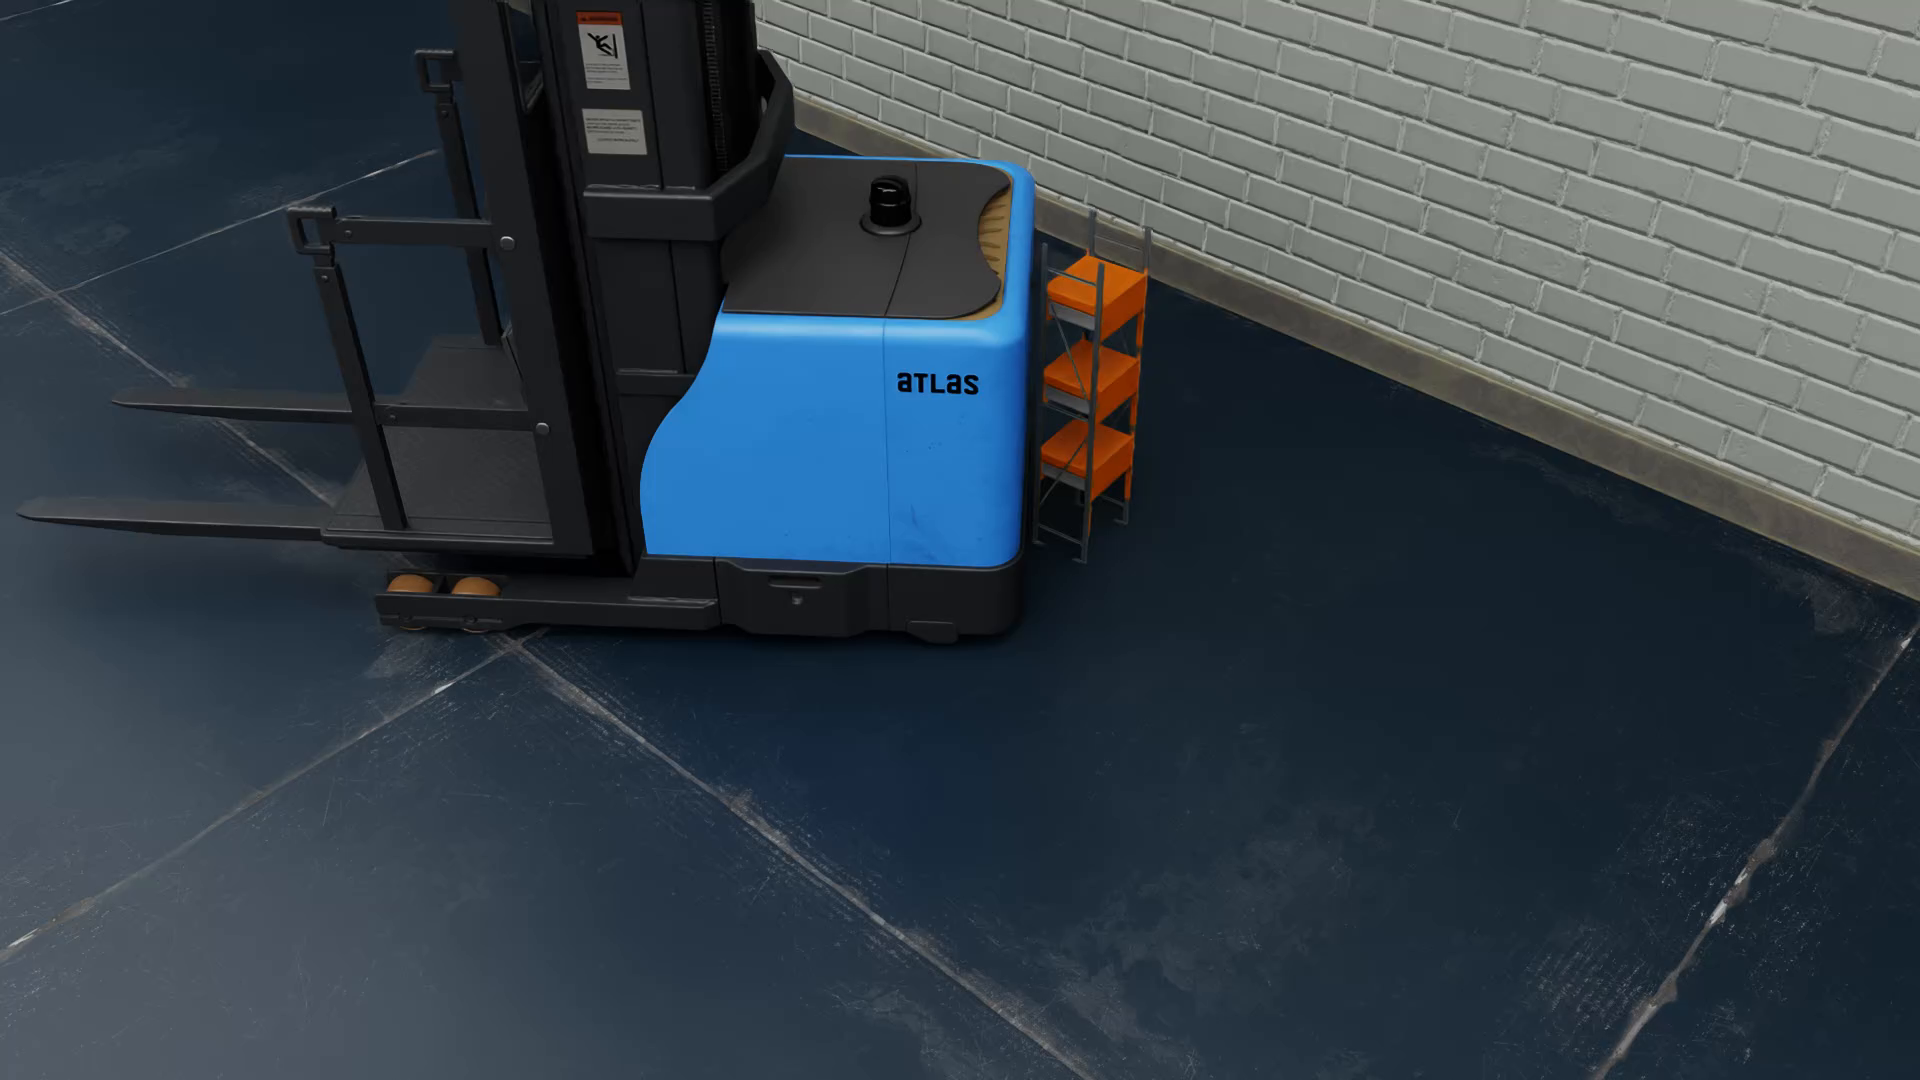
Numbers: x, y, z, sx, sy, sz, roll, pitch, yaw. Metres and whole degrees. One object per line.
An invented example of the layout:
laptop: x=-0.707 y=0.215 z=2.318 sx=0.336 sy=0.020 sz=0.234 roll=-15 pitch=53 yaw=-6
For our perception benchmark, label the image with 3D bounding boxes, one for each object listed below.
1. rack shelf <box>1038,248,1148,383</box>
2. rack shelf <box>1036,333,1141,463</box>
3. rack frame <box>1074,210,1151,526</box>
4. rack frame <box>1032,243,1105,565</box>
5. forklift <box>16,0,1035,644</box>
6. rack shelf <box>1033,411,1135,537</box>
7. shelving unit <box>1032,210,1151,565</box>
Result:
rack shelf: x=0.382 y=-0.647 z=4.782 sx=0.215 sy=0.259 sz=0.240 roll=24 pitch=45 yaw=27
rack shelf: x=0.382 y=-0.425 z=4.958 sx=0.215 sy=0.259 sz=0.240 roll=24 pitch=45 yaw=27
rack frame: x=0.453 y=-0.495 z=5.029 sx=0.200 sy=1.050 sz=0.008 roll=24 pitch=45 yaw=27
rack frame: x=0.310 y=-0.372 z=4.874 sx=0.200 sy=1.050 sz=0.008 roll=24 pitch=45 yaw=27
forklift: x=-1.304 y=-1.199 z=4.403 sx=3.031 sy=2.935 sz=1.130 roll=2 pitch=39 yaw=3
rack shelf: x=0.382 y=-0.208 z=5.131 sx=0.215 sy=0.259 sz=0.240 roll=24 pitch=45 yaw=27
shelving unit: x=0.382 y=-0.434 z=4.952 sx=0.215 sy=1.050 sz=0.252 roll=24 pitch=45 yaw=27
